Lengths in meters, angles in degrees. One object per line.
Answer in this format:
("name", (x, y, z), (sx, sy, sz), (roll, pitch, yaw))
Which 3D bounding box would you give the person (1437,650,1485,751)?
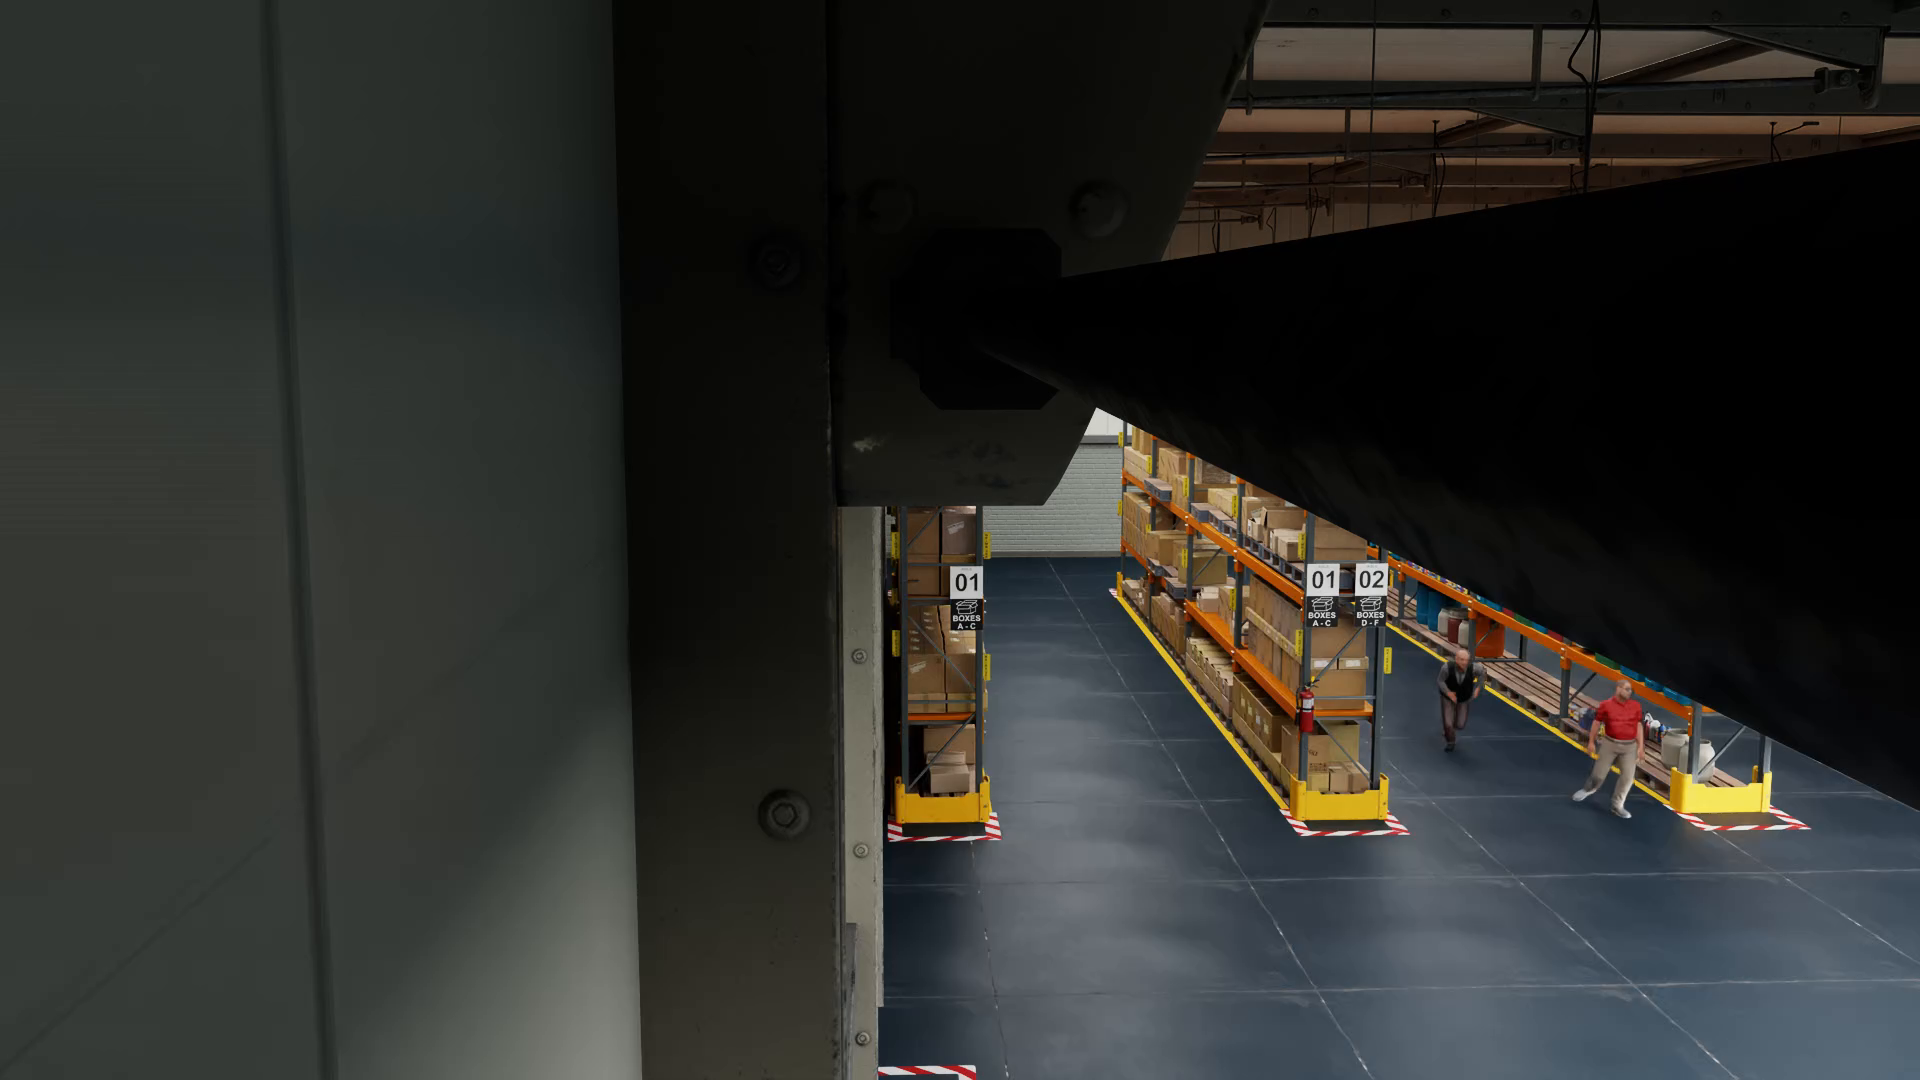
("person", (7.096, 2.270, 23.620), (0.687, 1.539, 0.824), (0, 8, 3))

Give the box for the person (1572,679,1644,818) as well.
("person", (8.132, 2.569, 20.823), (0.739, 1.714, 0.625), (1, 8, 5))
